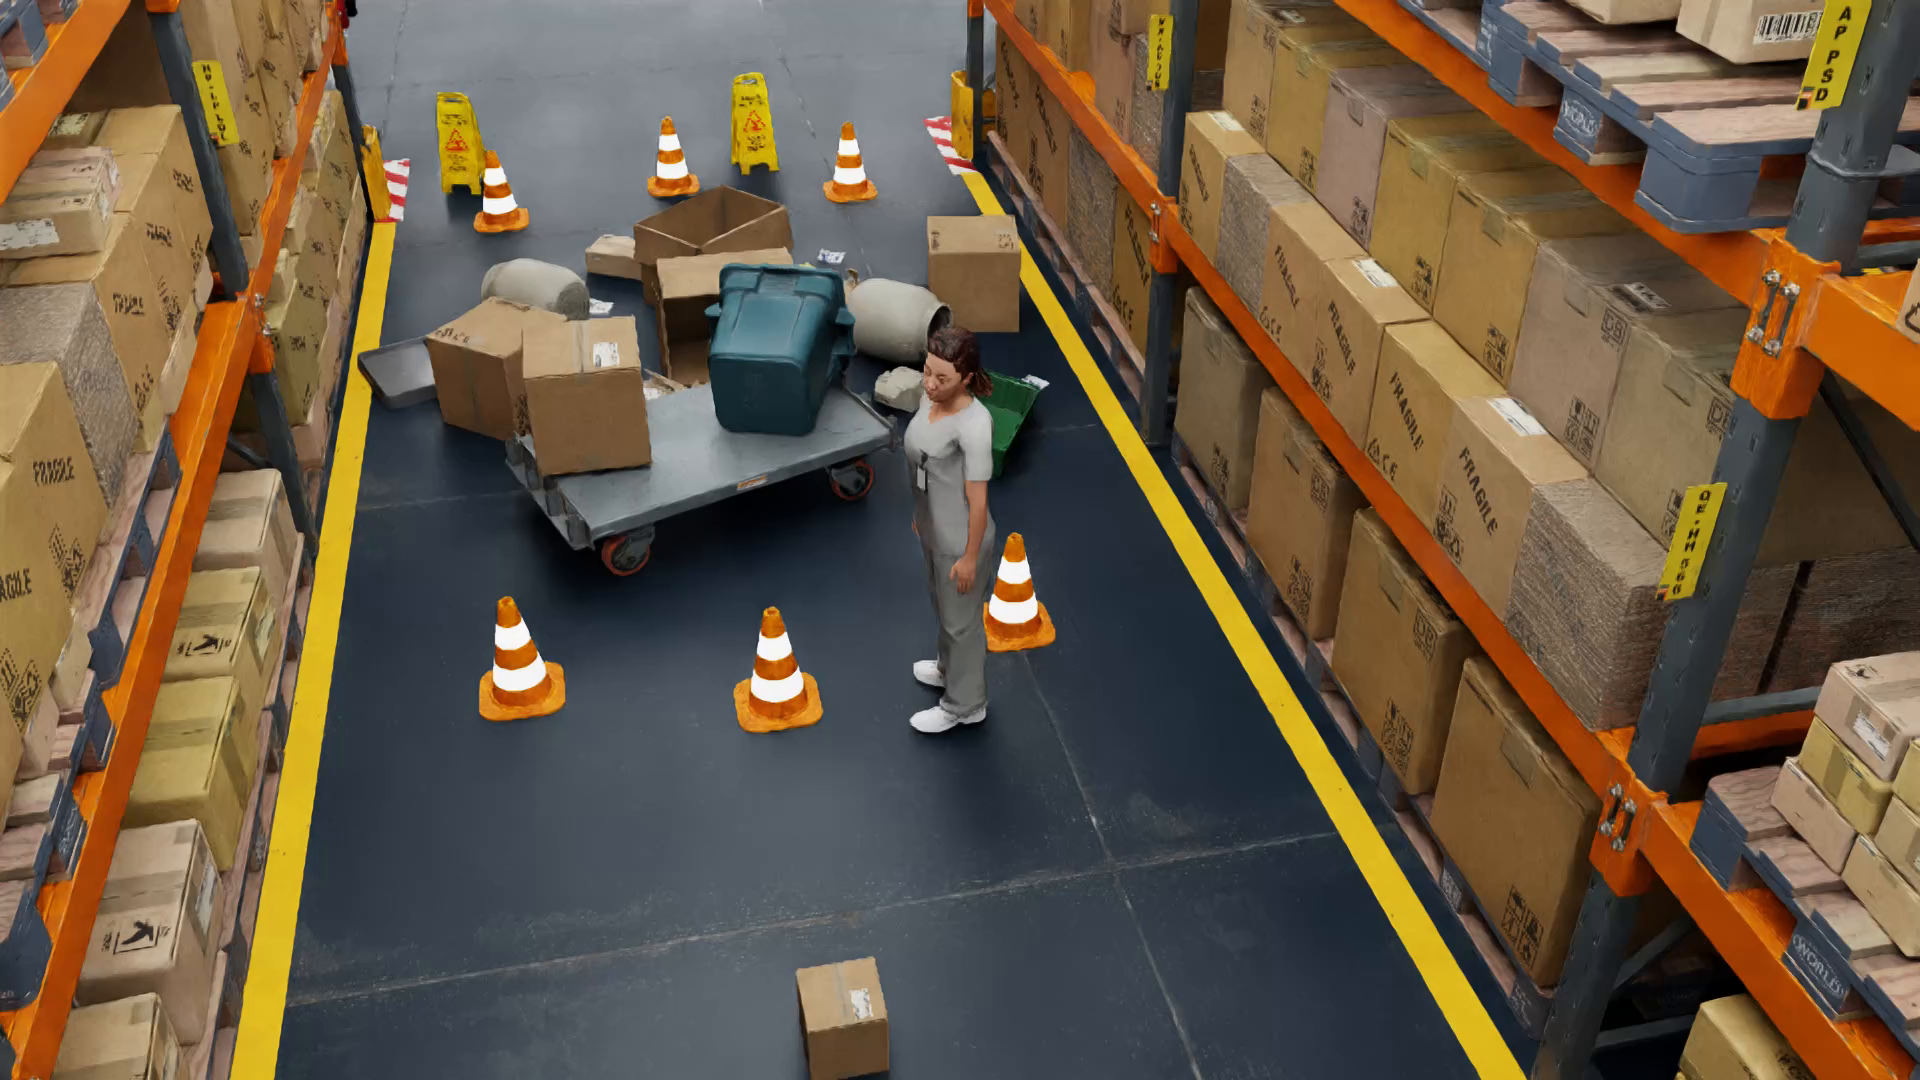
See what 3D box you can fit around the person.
[{"bbox_3d":[-0.055,-0.015,6.151,0.359,1.648,0.527,-12,36,-17],"label":"person"}]
